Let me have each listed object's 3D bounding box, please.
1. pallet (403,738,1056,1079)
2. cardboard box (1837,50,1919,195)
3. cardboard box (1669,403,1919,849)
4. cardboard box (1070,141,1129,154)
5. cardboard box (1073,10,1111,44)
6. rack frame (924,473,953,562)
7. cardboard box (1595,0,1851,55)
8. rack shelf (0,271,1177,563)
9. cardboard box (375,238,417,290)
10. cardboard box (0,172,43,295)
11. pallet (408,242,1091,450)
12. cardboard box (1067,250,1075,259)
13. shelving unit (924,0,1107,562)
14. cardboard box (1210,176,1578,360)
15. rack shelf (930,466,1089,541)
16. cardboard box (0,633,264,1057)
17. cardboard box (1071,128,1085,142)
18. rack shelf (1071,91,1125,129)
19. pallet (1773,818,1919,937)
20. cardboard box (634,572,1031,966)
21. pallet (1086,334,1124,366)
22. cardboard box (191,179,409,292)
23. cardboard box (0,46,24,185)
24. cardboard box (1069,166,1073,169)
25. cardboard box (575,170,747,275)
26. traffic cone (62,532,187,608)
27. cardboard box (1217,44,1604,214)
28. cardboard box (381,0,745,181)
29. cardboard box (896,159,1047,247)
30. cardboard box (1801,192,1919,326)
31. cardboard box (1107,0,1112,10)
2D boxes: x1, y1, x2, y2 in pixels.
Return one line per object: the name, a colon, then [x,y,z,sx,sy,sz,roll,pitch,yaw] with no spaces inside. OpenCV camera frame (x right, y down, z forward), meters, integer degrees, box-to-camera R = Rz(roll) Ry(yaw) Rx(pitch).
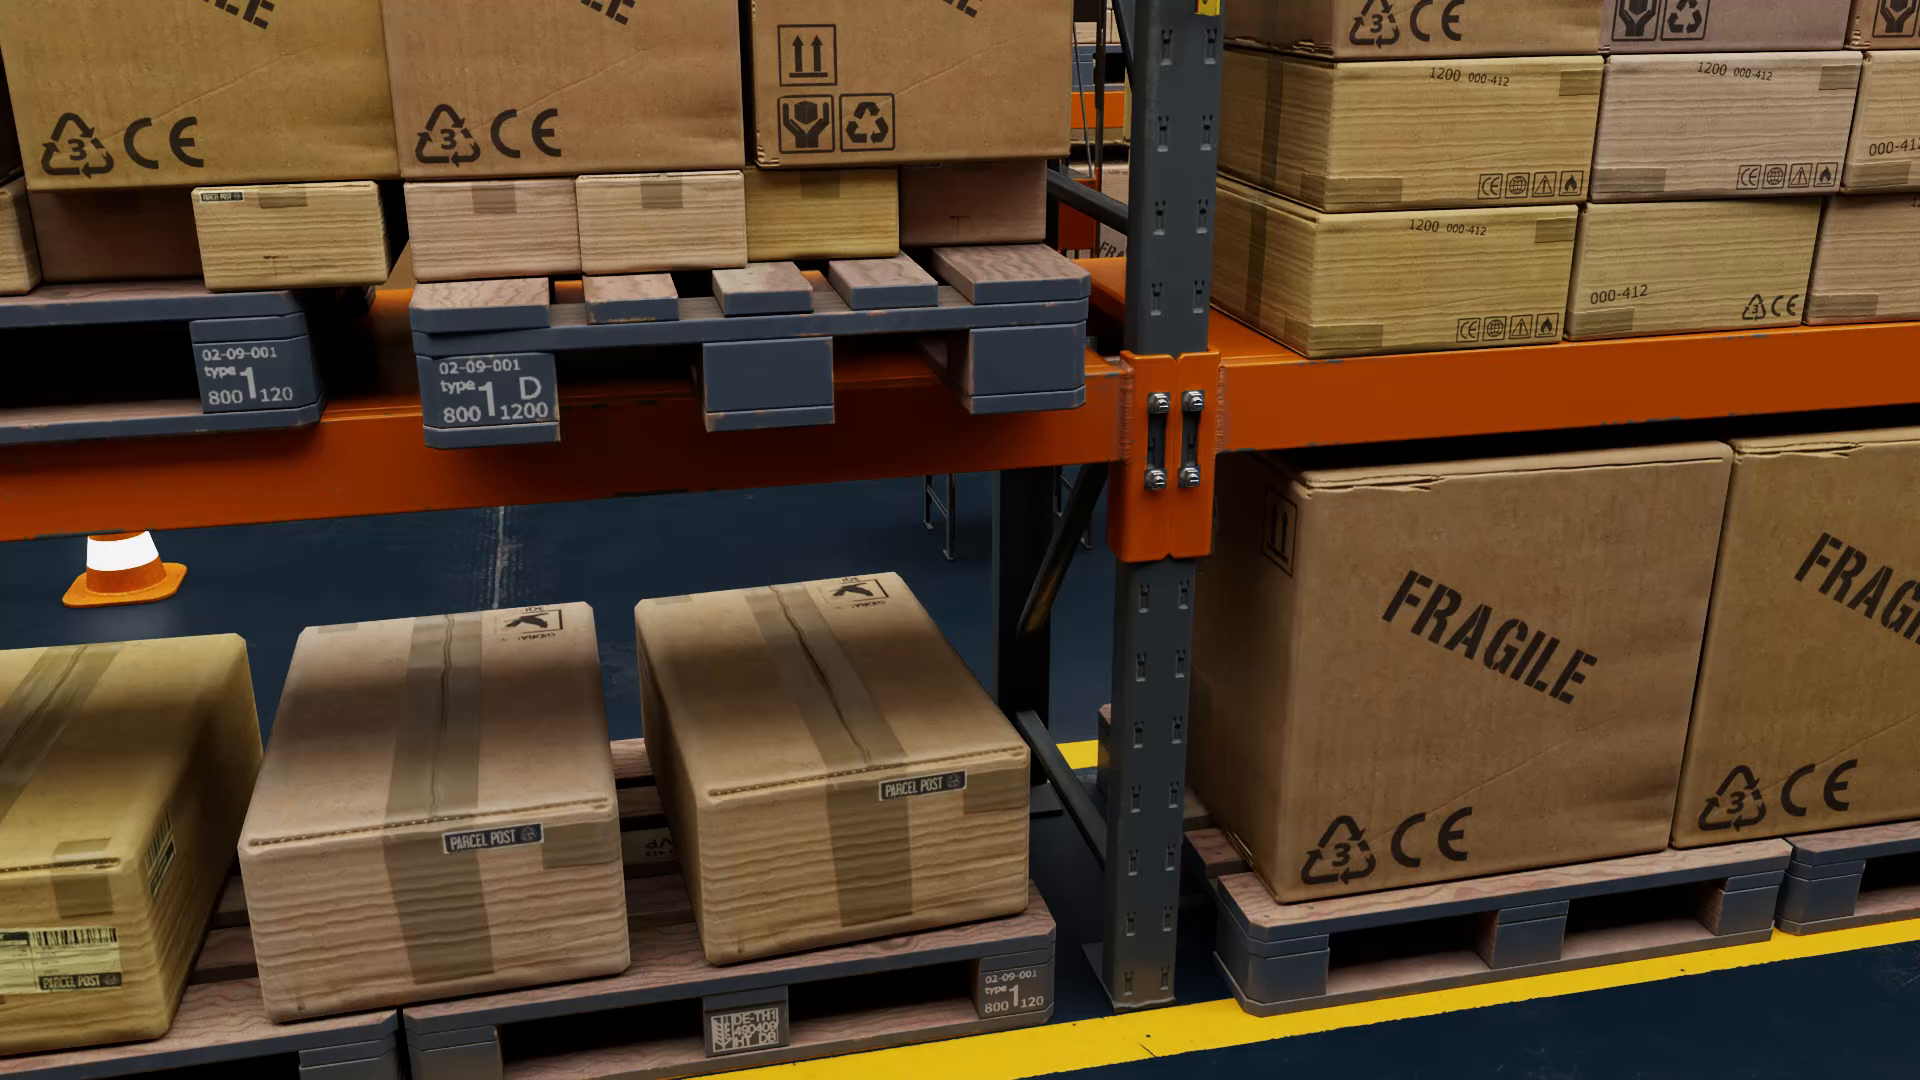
pallet: [-0.511,0.722,3.535,1.213,0.211,1.003,-5,21,-12]
cardboard box: [1.791,-0.846,3.254,0.500,0.250,0.500,-5,21,-13]
cardboard box: [1.810,0.056,3.779,0.875,0.875,0.875,-4,21,-12]
cardboard box: [0.605,-1.893,8.555,0.500,0.250,0.500,-4,21,-11]
cardboard box: [0.539,-2.431,7.844,0.250,0.149,0.380,-4,20,-11]
rack frame: [-0.076,-0.980,5.436,0.015,2.100,0.400,-5,21,-12]
cardboard box: [1.267,-1.164,3.033,0.500,0.500,0.500,-5,21,-12]
rack shelf: [-1.696,-0.152,2.915,4.000,0.370,1.077,-5,21,-12]
cardboard box: [-2.451,-1.350,7.798,0.750,0.750,1.050,-4,21,-12]
cardboard box: [-1.504,-0.474,2.501,0.250,0.149,0.380,-5,21,-14]
pallet: [-0.419,-0.466,3.005,1.003,0.211,1.213,-5,21,-12]
cardboard box: [0.248,-1.332,8.114,0.500,0.500,0.500,-4,21,-12]
shelving unit: [0.161,-0.999,5.489,0.503,2.100,0.431,-5,21,-12]
cardboard box: [0.784,-0.532,3.125,0.500,0.250,0.500,-5,21,-13]
rack shelf: [0.161,-0.329,5.735,0.480,0.518,0.431,-5,21,-12]
cardboard box: [-1.758,0.549,3.165,0.625,0.372,0.950,-4,20,-11]
cardboard box: [0.375,-3.353,13.086,0.875,0.875,1.225,-5,21,-14]
rack shelf: [0.959,-2.118,8.281,4.000,0.370,1.077,-5,21,-12]
pallet: [2.220,0.529,4.065,1.213,0.211,1.003,-5,21,-12]
cardboard box: [-0.302,0.430,3.490,0.625,0.372,0.950,-6,21,-16]
pallet: [0.959,-1.145,8.632,1.213,0.211,1.003,-5,21,-12]
cardboard box: [-1.005,-0.499,2.570,0.250,0.149,0.380,-4,21,-12]
cardboard box: [-1.651,-0.775,2.381,0.500,0.500,0.500,-6,21,-15]
cardboard box: [0.233,-1.686,7.991,0.500,0.250,0.500,-5,21,-13]
cardboard box: [-0.494,-0.542,2.689,0.250,0.149,0.380,-5,21,-13]
traffic cone: [-2.706,-0.065,5.319,0.334,0.463,0.336,-5,21,-12]
cardboard box: [0.800,-0.770,3.047,0.500,0.250,0.500,-5,21,-13]
cardboard box: [-0.629,-0.858,2.609,0.500,0.500,0.500,-5,21,-13]
cardboard box: [-0.015,-0.623,2.908,0.250,0.149,0.380,-4,20,-10]
cardboard box: [1.792,-0.618,3.360,0.500,0.250,0.500,-4,20,-11]
cardboard box: [0.540,-2.571,7.794,0.250,0.149,0.380,-5,21,-12]
